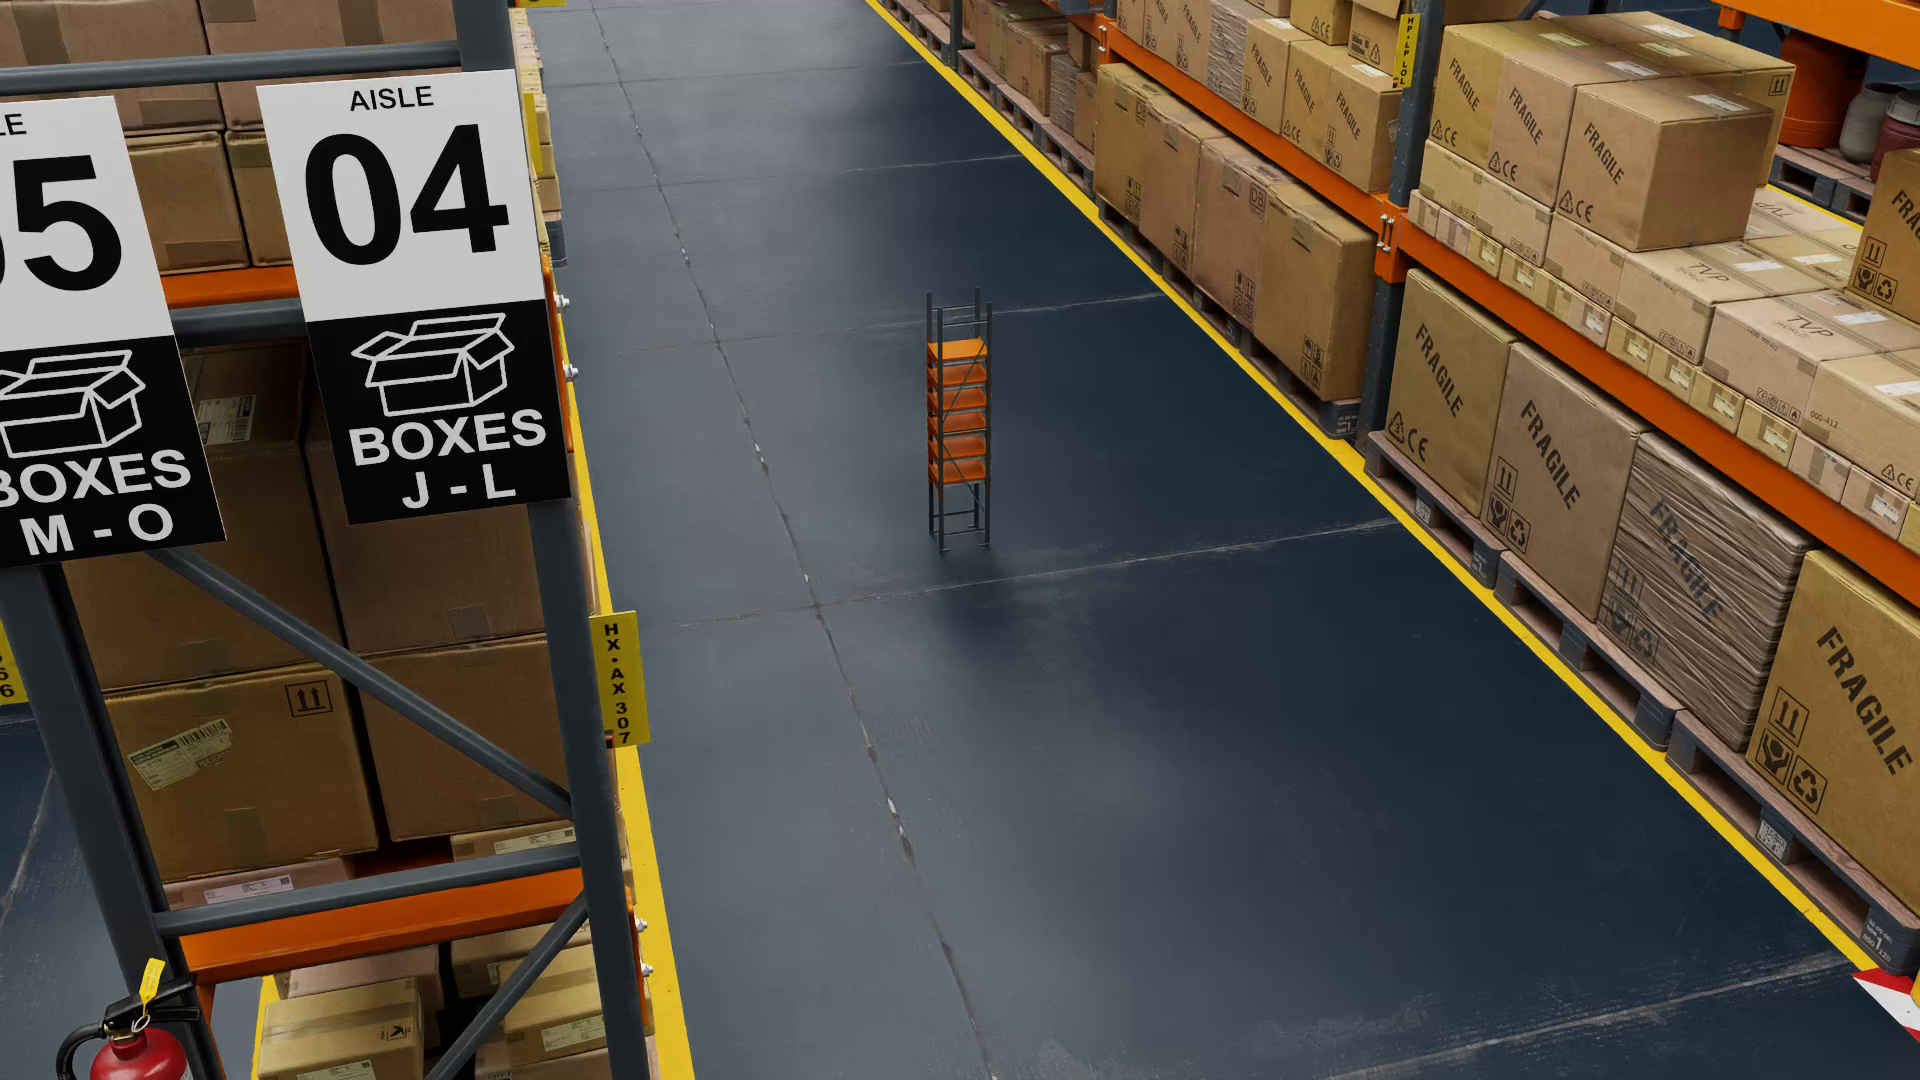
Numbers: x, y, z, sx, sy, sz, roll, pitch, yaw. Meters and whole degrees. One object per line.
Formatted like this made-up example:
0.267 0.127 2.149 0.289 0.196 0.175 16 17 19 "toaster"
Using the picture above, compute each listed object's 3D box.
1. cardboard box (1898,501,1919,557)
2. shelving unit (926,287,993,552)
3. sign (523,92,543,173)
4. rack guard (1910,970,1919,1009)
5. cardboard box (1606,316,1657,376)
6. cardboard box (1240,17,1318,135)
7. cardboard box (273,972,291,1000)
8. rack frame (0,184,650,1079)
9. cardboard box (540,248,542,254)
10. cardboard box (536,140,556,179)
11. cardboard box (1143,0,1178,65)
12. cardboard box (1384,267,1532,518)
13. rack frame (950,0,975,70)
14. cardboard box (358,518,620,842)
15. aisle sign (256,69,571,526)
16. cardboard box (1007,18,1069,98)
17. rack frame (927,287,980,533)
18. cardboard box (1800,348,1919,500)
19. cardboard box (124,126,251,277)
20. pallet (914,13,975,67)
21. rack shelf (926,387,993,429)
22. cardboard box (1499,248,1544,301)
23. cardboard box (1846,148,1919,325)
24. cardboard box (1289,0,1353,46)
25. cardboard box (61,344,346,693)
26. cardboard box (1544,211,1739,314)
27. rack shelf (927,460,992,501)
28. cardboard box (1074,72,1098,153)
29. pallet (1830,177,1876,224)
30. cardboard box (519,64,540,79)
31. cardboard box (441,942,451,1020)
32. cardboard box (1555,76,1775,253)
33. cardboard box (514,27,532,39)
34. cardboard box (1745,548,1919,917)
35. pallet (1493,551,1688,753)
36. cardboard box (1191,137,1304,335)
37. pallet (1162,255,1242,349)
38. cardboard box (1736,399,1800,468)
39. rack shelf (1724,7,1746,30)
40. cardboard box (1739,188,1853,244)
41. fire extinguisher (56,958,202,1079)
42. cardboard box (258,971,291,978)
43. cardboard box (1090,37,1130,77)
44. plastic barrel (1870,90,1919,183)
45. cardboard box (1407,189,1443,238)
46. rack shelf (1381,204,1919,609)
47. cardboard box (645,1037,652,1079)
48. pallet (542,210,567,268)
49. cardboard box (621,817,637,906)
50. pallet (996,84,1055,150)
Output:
3.107 -0.020 5.040 0.380 0.149 0.250 -8 31 -13 "cardboard box"
-0.004 -0.526 7.462 0.258 1.200 0.189 -8 31 -13 "shelving unit"
-1.759 -1.646 6.736 0.100 0.325 0.005 -8 31 -13 "sign"
3.596 1.219 5.145 1.175 0.500 0.348 -8 31 -13 "rack guard"
2.701 -0.758 6.316 0.380 0.149 0.250 -9 31 -15 "cardboard box"
1.871 -2.531 9.028 0.500 0.500 0.500 -8 31 -14 "cardboard box"
-1.774 1.192 4.827 0.380 0.149 0.250 -9 31 -15 "cardboard box"
-1.219 0.736 3.484 1.000 3.000 0.127 -8 31 -13 "rack frame"
-1.222 -0.364 3.989 0.500 0.500 0.500 -7 31 -12 "cardboard box"
-1.942 -1.649 7.139 0.380 0.149 0.250 -7 31 -12 "cardboard box"
1.472 -3.262 10.292 0.500 0.500 0.500 -9 31 -15 "cardboard box"
2.626 -0.739 7.735 0.875 0.875 0.875 -8 31 -13 "cardboard box"
0.405 -5.670 14.552 1.000 3.000 0.127 -8 31 -13 "rack frame"
-1.072 0.310 3.823 0.500 0.500 0.500 -6 31 -11 "cardboard box"
-0.910 -0.394 2.841 0.394 0.787 0.004 -8 31 -13 "aisle sign"
0.804 -3.977 13.682 0.700 0.500 0.500 -11 32 -18 "cardboard box"
-0.028 -0.570 7.538 0.240 1.200 0.006 -8 31 -13 "rack frame"
3.071 -0.382 5.269 0.500 0.250 0.500 -8 31 -14 "cardboard box"
-1.595 -0.682 3.089 0.500 0.250 0.500 -9 31 -14 "cardboard box"
0.193 -4.783 15.803 1.003 0.211 1.213 -8 31 -13 "pallet"
-0.004 -0.592 7.424 0.258 0.103 0.180 -8 31 -13 "rack shelf"
2.498 -1.130 6.959 0.380 0.149 0.250 -9 31 -15 "cardboard box"
3.447 -1.022 5.625 0.500 0.500 0.500 -9 31 -15 "cardboard box"
2.180 -2.924 8.707 0.797 0.503 0.637 -8 31 -13 "cardboard box"
-1.580 -0.057 3.459 0.500 0.500 0.500 -8 31 -14 "cardboard box"
2.671 -1.118 6.541 0.500 0.250 0.500 -7 31 -12 "cardboard box"
-0.004 -0.280 7.604 0.258 0.103 0.180 -8 31 -13 "rack shelf"
1.269 -3.168 12.285 0.700 0.500 0.500 -9 31 -16 "cardboard box"
6.812 -2.227 11.387 1.003 0.211 1.213 -8 31 -13 "pallet"
-2.087 -2.036 7.511 0.380 0.149 0.250 -8 31 -13 "cardboard box"
-1.713 1.312 4.916 0.380 0.149 0.250 -8 31 -14 "cardboard box"
2.675 -1.440 6.348 0.500 0.500 0.500 -9 31 -15 "cardboard box"
-2.286 -2.402 8.144 0.380 0.149 0.250 -7 31 -11 "cardboard box"
3.343 0.565 5.482 0.875 0.875 0.875 -8 31 -13 "cardboard box"
2.982 0.368 6.903 1.003 0.211 1.213 -8 31 -13 "pallet"
2.101 -1.807 9.579 1.225 0.875 0.875 -9 31 -15 "cardboard box"
1.923 -1.553 10.222 1.003 0.211 1.213 -8 31 -13 "pallet"
2.906 -0.387 5.676 0.380 0.149 0.250 -9 31 -14 "cardboard box"
6.773 -3.120 10.864 1.077 0.370 4.000 -8 31 -13 "rack shelf"
3.174 -1.196 6.675 0.500 0.250 0.500 -7 31 -12 "cardboard box"
-1.597 1.114 3.281 0.296 0.674 0.183 -8 31 -13 "fire extinguisher"
-1.806 1.071 4.737 0.380 0.149 0.250 -9 31 -14 "cardboard box"
1.260 -3.491 12.095 0.500 0.250 0.500 -7 31 -11 "cardboard box"
6.688 -2.756 11.505 0.600 0.588 0.708 -8 31 -13 "plastic barrel"
2.286 -1.511 7.617 0.380 0.149 0.250 -8 31 -13 "cardboard box"
3.059 -0.529 6.388 1.077 0.370 4.000 -8 31 -13 "rack shelf"
-1.049 1.492 4.604 0.380 0.149 0.250 -7 31 -12 "cardboard box"
-2.343 -1.501 7.541 1.003 0.211 1.213 -8 31 -13 "pallet"
-1.163 0.976 4.901 0.380 0.149 0.250 -8 31 -13 "cardboard box"
0.940 -3.497 13.582 1.003 0.211 1.213 -8 31 -13 "pallet"
